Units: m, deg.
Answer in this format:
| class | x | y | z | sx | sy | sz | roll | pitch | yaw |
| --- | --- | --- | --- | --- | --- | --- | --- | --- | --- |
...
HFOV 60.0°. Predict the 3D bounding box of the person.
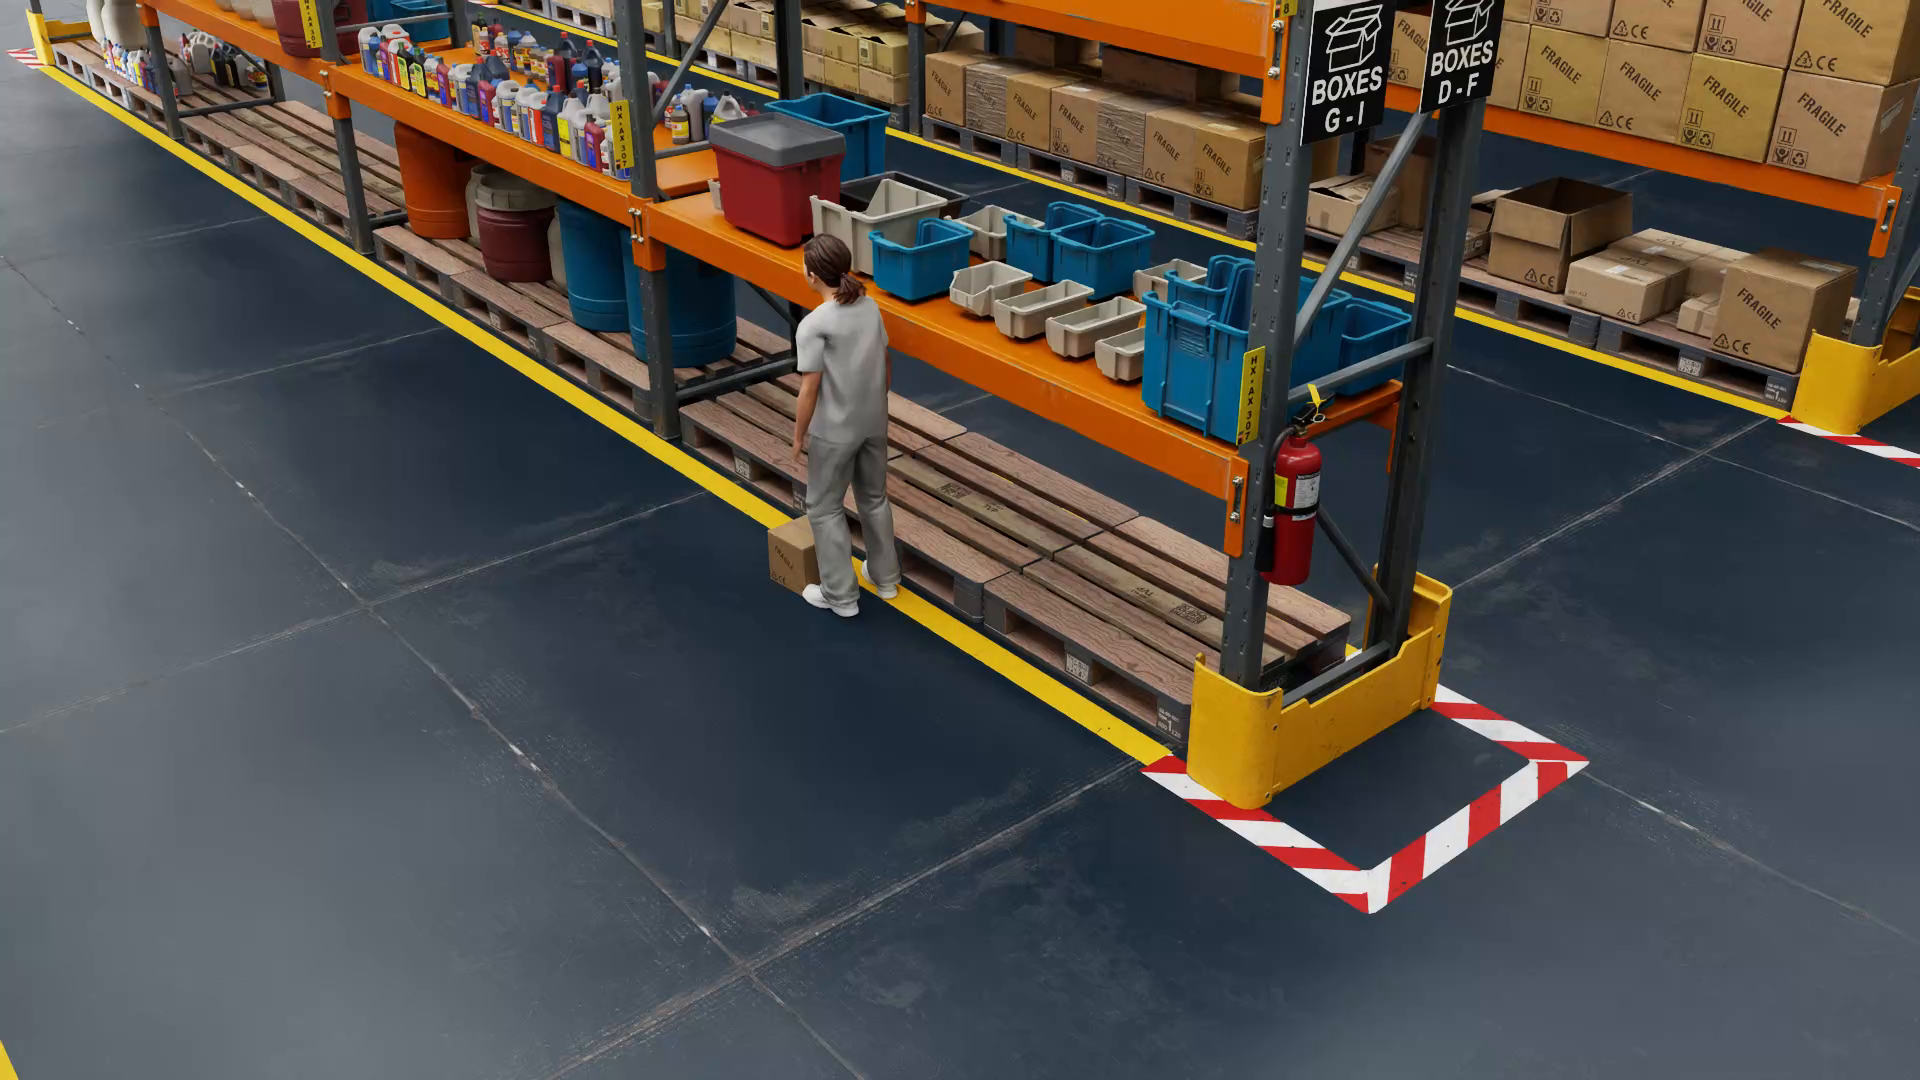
| class | x | y | z | sx | sy | sz | roll | pitch | yaw |
| --- | --- | --- | --- | --- | --- | --- | --- | --- | --- |
| person | -0.484 | -0.470 | 6.998 | 0.512 | 1.673 | 0.355 | -24 | 36 | -37 |
